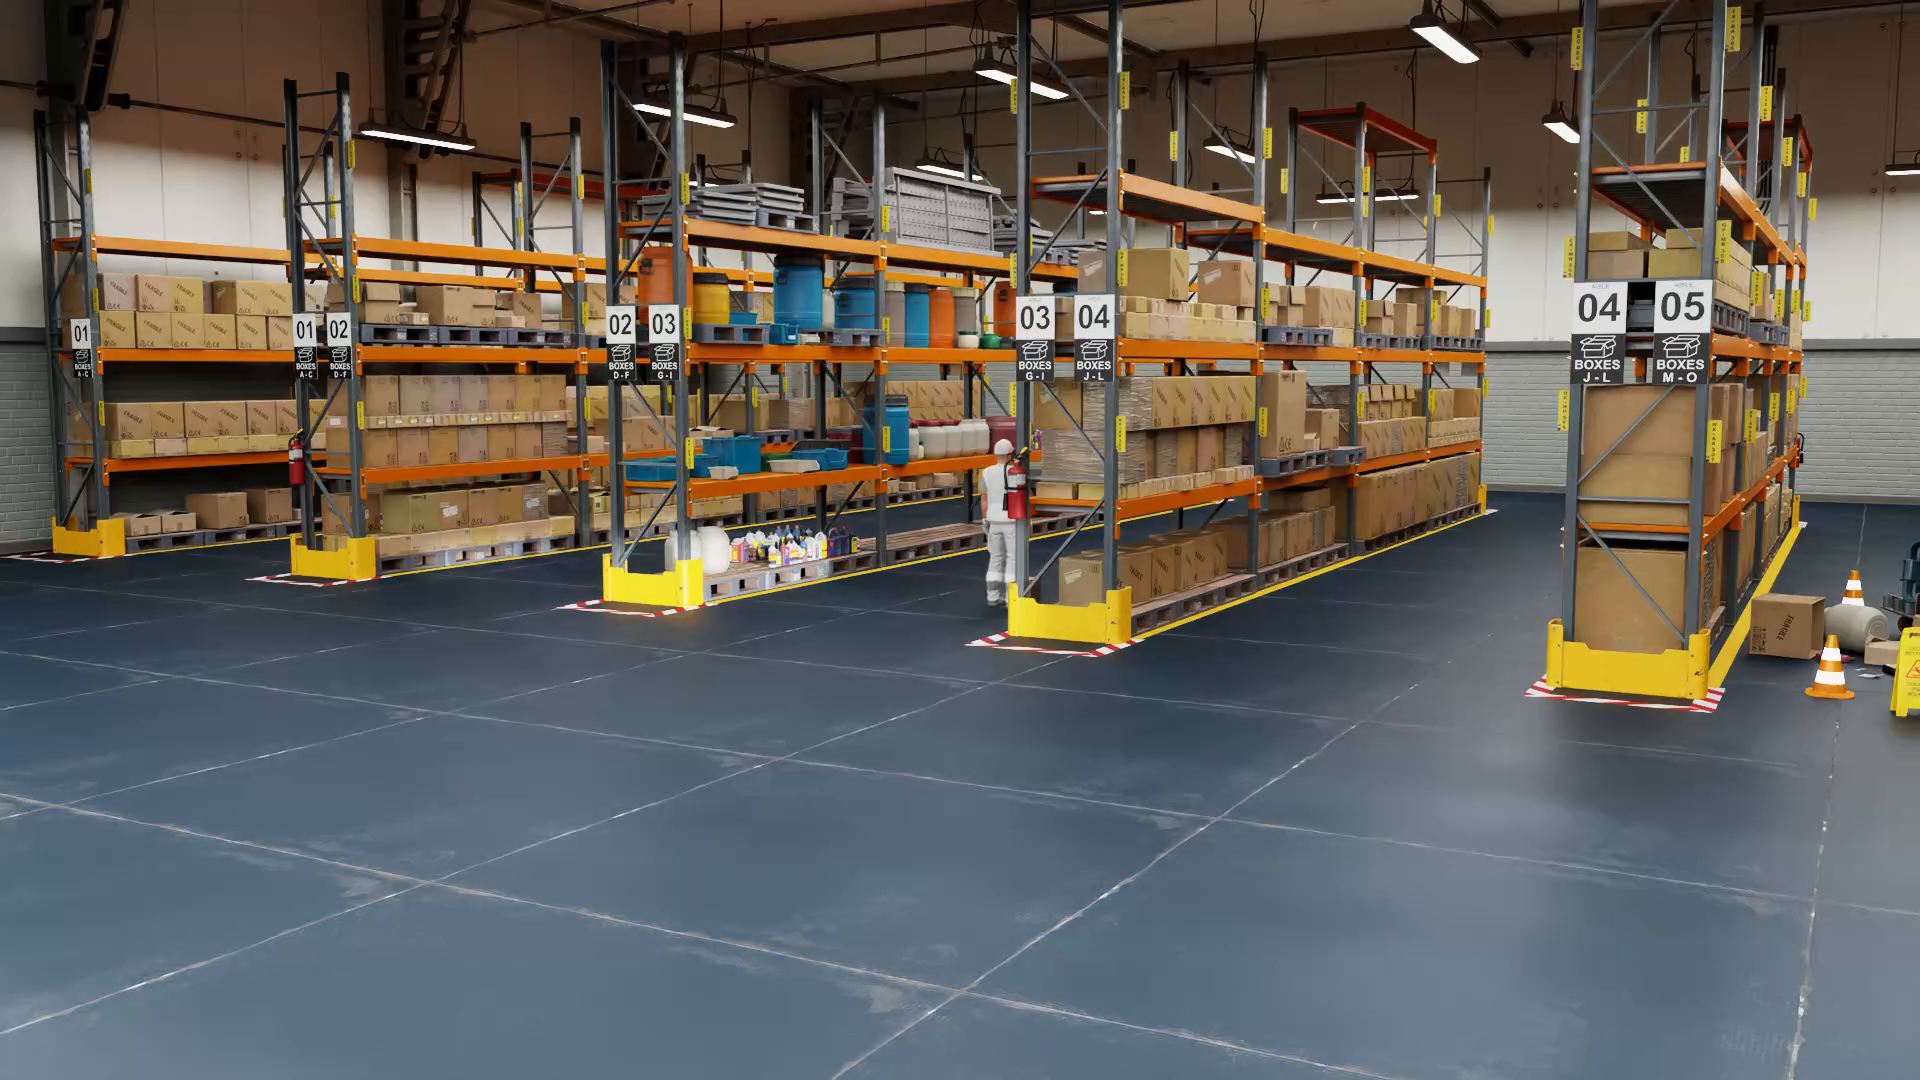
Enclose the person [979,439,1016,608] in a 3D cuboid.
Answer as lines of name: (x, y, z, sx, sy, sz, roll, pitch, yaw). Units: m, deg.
person: (0.473, -0.180, 17.732, 0.522, 1.786, 0.342, 3, 7, 30)
